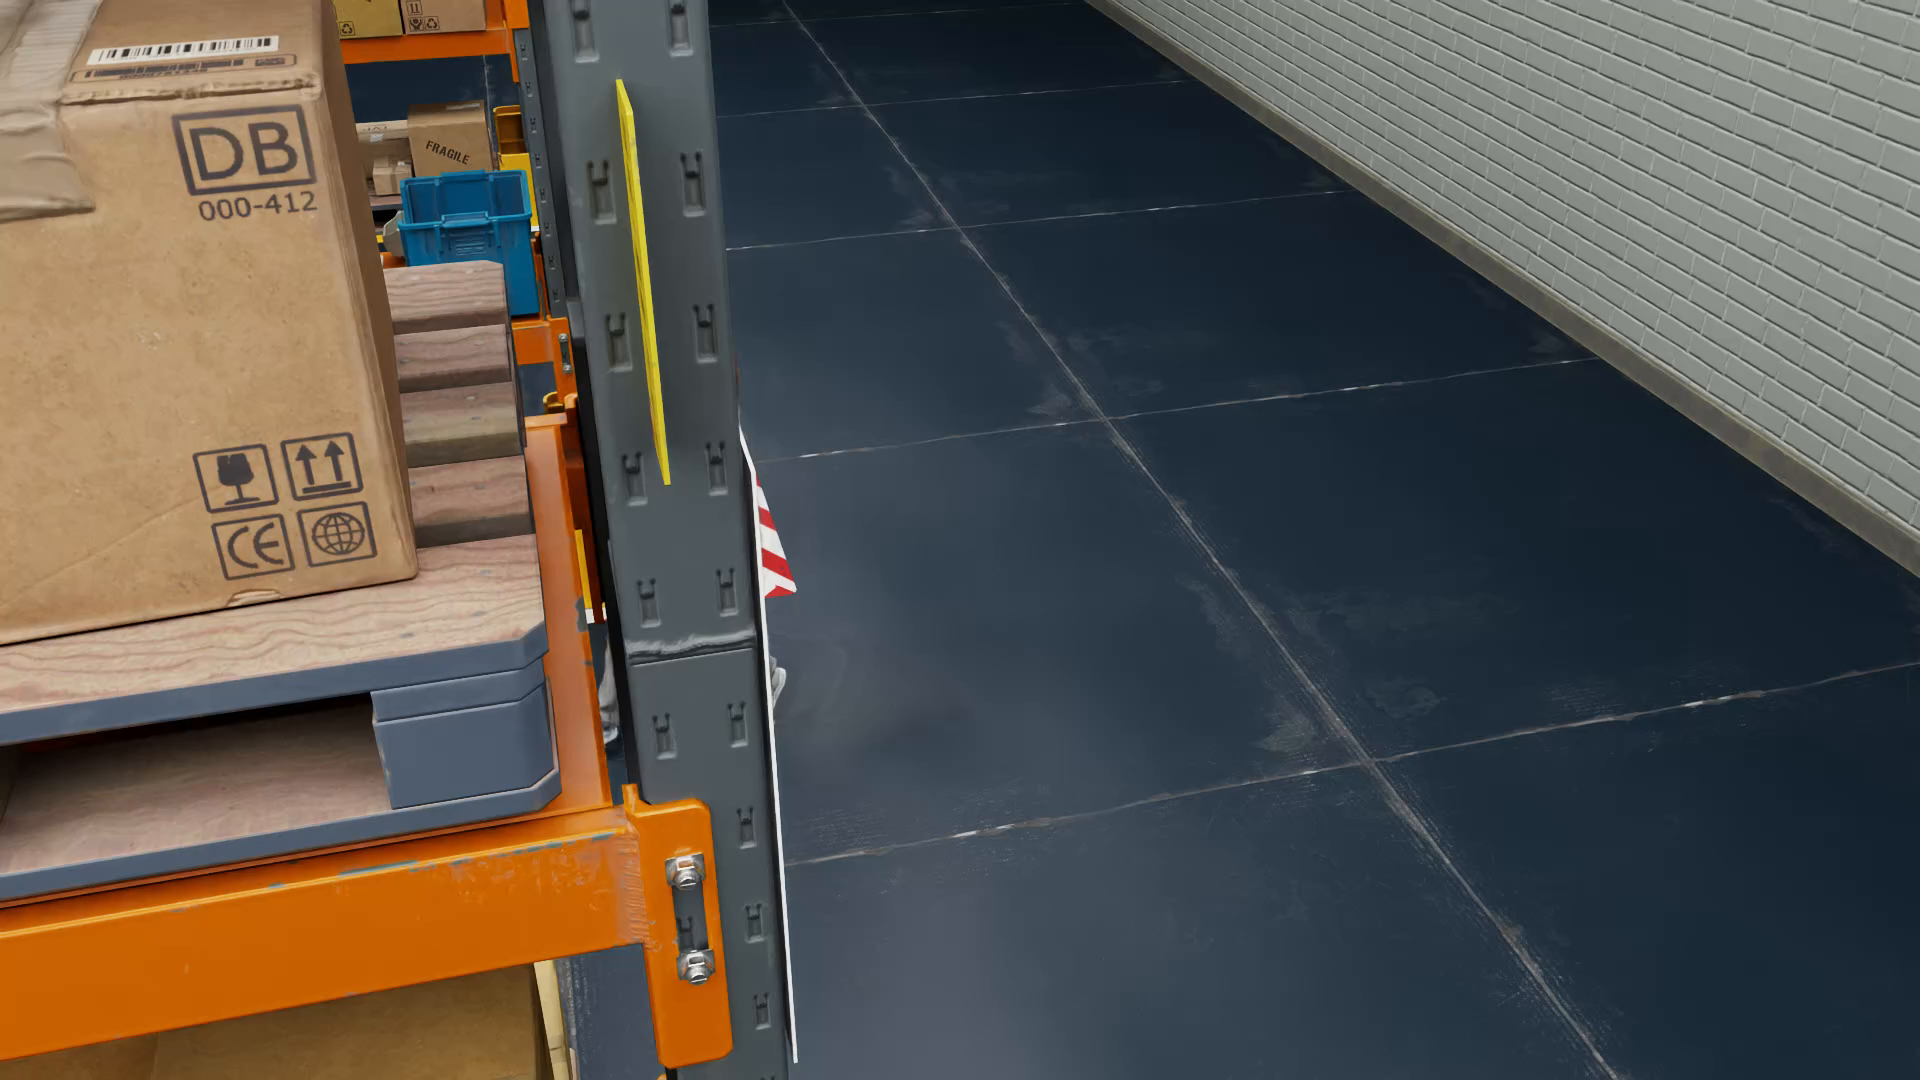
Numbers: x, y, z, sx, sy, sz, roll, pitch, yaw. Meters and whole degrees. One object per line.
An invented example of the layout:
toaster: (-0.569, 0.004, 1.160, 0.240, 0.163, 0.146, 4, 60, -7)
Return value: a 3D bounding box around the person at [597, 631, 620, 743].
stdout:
person: (-1.198, 0.054, 6.036, 0.751, 1.576, 0.468, -3, 31, -4)
